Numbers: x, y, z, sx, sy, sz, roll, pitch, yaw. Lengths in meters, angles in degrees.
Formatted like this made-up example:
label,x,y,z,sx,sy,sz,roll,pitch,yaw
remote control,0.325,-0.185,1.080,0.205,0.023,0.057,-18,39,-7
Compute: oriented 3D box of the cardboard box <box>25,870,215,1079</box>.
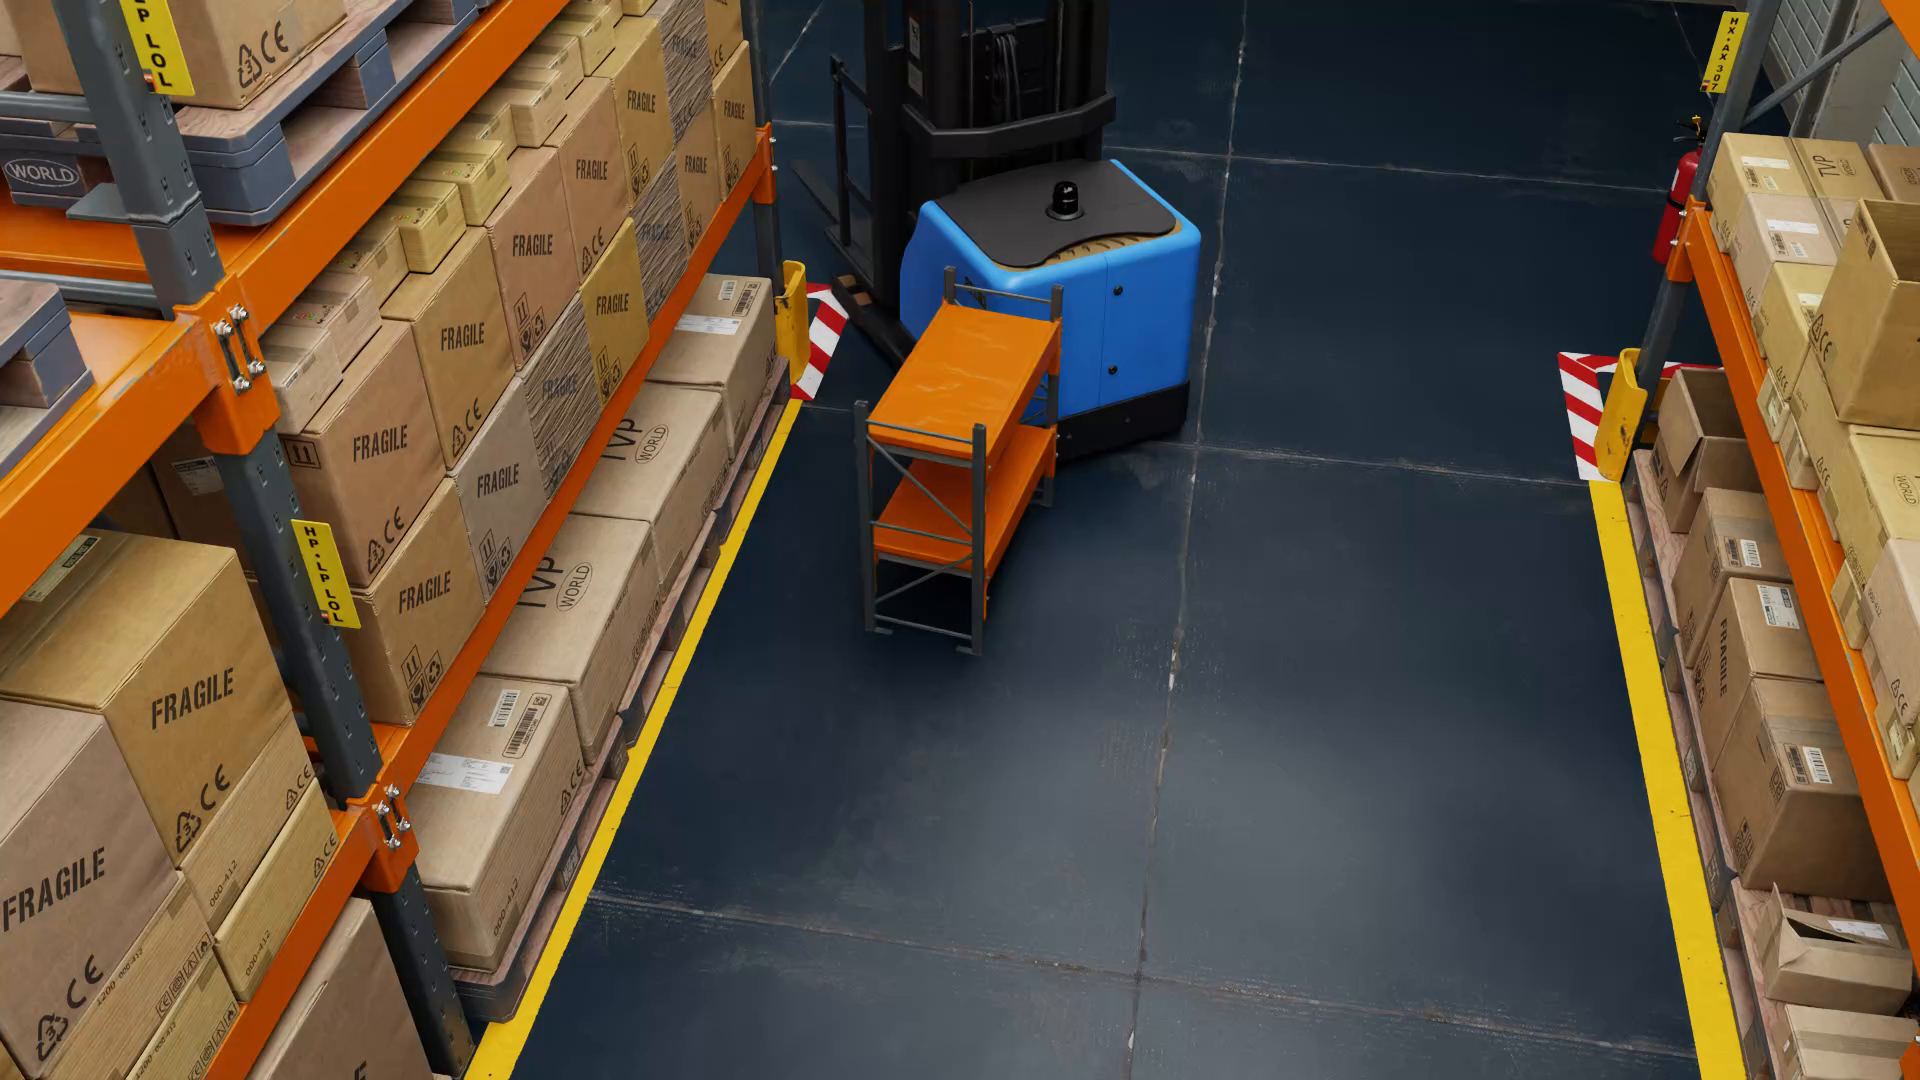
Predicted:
label,x,y,z,sx,sy,sz,roll,pitch,yaw
cardboard box,-1.959,0.929,3.498,0.500,0.250,0.500,7,40,9

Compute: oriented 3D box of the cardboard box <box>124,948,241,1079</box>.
label,x,y,z,sx,sy,sz,roll,pitch,yaw
cardboard box,-1.961,1.132,3.644,0.500,0.250,0.500,6,40,7

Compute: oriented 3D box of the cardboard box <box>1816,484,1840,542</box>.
label,x,y,z,sx,sy,sz,roll,pitch,yaw
cardboard box,2.938,-0.107,5.222,0.380,0.149,0.250,6,40,8

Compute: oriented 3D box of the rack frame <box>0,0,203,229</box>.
label,x,y,z,sx,sy,sz,roll,pitch,yaw
rack frame,-2.043,-1.866,2.445,1.000,3.000,0.127,6,40,8

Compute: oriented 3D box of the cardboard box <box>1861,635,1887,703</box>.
label,x,y,z,sx,sy,sz,roll,pitch,yaw
cardboard box,2.770,0.366,4.650,0.380,0.149,0.250,7,40,9

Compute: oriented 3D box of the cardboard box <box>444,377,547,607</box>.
label,x,y,z,sx,sy,sz,roll,pitch,yaw
cardboard box,-1.612,-0.174,5.028,0.500,0.500,0.500,7,40,8

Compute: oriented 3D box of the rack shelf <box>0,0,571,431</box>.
label,x,y,z,sx,sy,sz,roll,pitch,yaw
rack shelf,-1.697,-1.688,5.148,1.077,0.370,4.000,6,40,8

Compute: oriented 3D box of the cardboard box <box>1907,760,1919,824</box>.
label,x,y,z,sx,sy,sz,roll,pitch,yaw
cardboard box,2.677,0.694,4.254,0.380,0.149,0.250,7,40,9

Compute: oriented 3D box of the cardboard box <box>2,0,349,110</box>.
label,x,y,z,sx,sy,sz,roll,pitch,yaw
cardboard box,-1.734,-1.295,3.622,0.500,0.500,0.500,7,40,8

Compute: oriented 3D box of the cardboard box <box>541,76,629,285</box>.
label,x,y,z,sx,sy,sz,roll,pitch,yaw
cardboard box,-1.439,-1.203,5.488,0.500,0.500,0.500,6,40,7

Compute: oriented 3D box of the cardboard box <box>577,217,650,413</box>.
label,x,y,z,sx,sy,sz,roll,pitch,yaw
cardboard box,-1.431,-0.809,5.795,0.500,0.500,0.500,8,40,9

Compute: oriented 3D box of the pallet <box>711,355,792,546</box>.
label,x,y,z,sx,sy,sz,roll,pitch,yaw
pallet,-1.412,-0.479,7.664,1.003,0.211,1.213,6,40,8

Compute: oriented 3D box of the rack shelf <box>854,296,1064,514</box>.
label,x,y,z,sx,sy,sz,roll,pitch,yaw
rack shelf,0.015,-0.555,6.579,0.538,0.278,1.000,12,41,14

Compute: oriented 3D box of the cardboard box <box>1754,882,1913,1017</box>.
label,x,y,z,sx,sy,sz,roll,pitch,yaw
cardboard box,2.716,1.276,5.168,0.396,0.266,0.258,8,40,9

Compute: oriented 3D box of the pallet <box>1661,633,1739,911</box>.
label,x,y,z,sx,sy,sz,roll,pitch,yaw
pallet,3.175,0.867,6.036,1.003,0.211,1.213,6,40,8

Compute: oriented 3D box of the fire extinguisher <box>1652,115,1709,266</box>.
label,x,y,z,sx,sy,sz,roll,pitch,yaw
fire extinguisher,3.109,-1.489,7.051,0.296,0.674,0.183,6,40,8

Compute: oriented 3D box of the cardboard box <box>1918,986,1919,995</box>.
label,x,y,z,sx,sy,sz,roll,pitch,yaw
cardboard box,3.194,1.477,4.891,0.500,0.311,0.500,8,40,9

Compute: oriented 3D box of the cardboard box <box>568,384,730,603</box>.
label,x,y,z,sx,sy,sz,roll,pitch,yaw
cardboard box,-1.516,-0.238,6.866,0.875,0.438,0.875,7,40,9

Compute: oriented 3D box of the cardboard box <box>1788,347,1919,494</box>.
label,x,y,z,sx,sy,sz,roll,pitch,yaw
cardboard box,2.956,-0.363,5.220,0.500,0.250,0.500,5,40,7

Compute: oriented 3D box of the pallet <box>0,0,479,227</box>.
label,x,y,z,sx,sy,sz,roll,pitch,yaw
pallet,-1.891,-1.188,4.049,1.003,0.211,1.213,6,40,8

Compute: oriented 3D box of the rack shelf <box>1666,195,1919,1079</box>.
label,x,y,z,sx,sy,sz,roll,pitch,yaw
rack shelf,3.193,0.013,5.445,1.077,0.370,4.000,6,40,8

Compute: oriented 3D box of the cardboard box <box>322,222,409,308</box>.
label,x,y,z,sx,sy,sz,roll,pitch,yaw
cardboard box,-1.701,-0.725,4.401,0.380,0.149,0.250,6,40,7

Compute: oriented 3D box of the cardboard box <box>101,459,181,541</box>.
label,x,y,z,sx,sy,sz,roll,pitch,yaw
cardboard box,-2.233,-0.305,4.401,0.500,0.500,0.500,6,40,7

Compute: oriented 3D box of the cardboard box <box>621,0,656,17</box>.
label,x,y,z,sx,sy,sz,roll,pitch,yaw
cardboard box,-1.281,-2.004,5.948,0.380,0.149,0.250,7,40,9

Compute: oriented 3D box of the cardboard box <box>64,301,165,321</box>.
label,x,y,z,sx,sy,sz,roll,pitch,yaw
cardboard box,-2.150,-0.610,4.262,0.380,0.149,0.250,7,40,9

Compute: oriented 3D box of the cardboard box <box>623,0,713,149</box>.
label,x,y,z,sx,sy,sz,roll,pitch,yaw
cardboard box,-1.261,-1.828,6.244,0.500,0.500,0.500,7,40,8

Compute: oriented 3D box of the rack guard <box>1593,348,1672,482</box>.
label,x,y,z,sx,sy,sz,roll,pitch,yaw
rack guard,3.526,-0.509,7.473,1.175,0.500,0.348,6,40,8

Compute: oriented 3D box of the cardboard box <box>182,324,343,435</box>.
label,x,y,z,sx,sy,sz,roll,pitch,yaw
cardboard box,-1.732,-0.398,4.005,0.380,0.149,0.250,6,40,7

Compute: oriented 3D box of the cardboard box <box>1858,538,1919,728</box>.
label,x,y,z,sx,sy,sz,roll,pitch,yaw
cardboard box,2.767,0.271,4.452,0.500,0.250,0.500,7,40,8

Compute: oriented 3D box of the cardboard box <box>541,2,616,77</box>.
label,x,y,z,sx,sy,sz,roll,pitch,yaw
cardboard box,-1.382,-1.684,5.561,0.380,0.149,0.250,7,40,9

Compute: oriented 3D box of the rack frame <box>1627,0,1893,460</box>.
label,x,y,z,sx,sy,sz,roll,pitch,yaw
rack frame,3.539,-1.520,6.734,1.000,3.000,0.127,6,40,8

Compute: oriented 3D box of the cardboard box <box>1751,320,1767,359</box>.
label,x,y,z,sx,sy,sz,roll,pitch,yaw
cardboard box,3.098,-0.761,6.014,0.380,0.149,0.250,8,40,9

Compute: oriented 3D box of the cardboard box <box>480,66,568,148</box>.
label,x,y,z,sx,sy,sz,roll,pitch,yaw
cardboard box,-1.450,-1.351,5.158,0.380,0.149,0.250,7,40,8

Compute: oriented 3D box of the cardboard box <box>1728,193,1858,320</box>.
label,x,y,z,sx,sy,sz,roll,pitch,yaw
cardboard box,3.108,-1.005,5.996,0.500,0.250,0.500,7,40,8

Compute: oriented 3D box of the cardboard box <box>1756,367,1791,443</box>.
label,x,y,z,sx,sy,sz,roll,pitch,yaw
cardboard box,2.940,-0.444,5.630,0.380,0.149,0.250,5,40,6

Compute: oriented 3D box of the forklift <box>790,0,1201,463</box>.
label,x,y,z,sx,sy,sz,roll,pitch,yaw
forklift,-0.023,-2.351,7.793,1.130,2.935,3.031,-17,42,-19

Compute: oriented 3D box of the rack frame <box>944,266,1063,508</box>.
label,x,y,z,sx,sy,sz,roll,pitch,yaw
rack frame,0.177,-0.637,7.137,0.500,1.125,0.032,12,41,14

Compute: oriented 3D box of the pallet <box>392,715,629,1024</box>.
label,x,y,z,sx,sy,sz,roll,pitch,yaw
pallet,-1.834,1.052,5.812,1.003,0.211,1.213,6,40,8

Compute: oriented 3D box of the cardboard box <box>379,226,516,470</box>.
label,x,y,z,sx,sy,sz,roll,pitch,yaw
cardboard box,-1.628,-0.567,4.718,0.500,0.500,0.500,6,40,7

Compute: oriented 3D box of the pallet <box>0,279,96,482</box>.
label,x,y,z,sx,sy,sz,roll,pitch,yaw
pallet,-2.153,-0.056,2.760,0.805,0.209,1.217,5,40,6

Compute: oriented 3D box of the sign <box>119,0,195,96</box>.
label,x,y,z,sx,sy,sz,roll,pitch,yaw
sign,-1.506,-0.977,3.071,0.100,0.325,0.005,6,40,8

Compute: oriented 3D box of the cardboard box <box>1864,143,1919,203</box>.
label,x,y,z,sx,sy,sz,roll,pitch,yaw
cardboard box,3.721,-1.259,6.302,0.500,0.250,0.500,7,40,9

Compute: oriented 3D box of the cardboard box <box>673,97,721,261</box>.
label,x,y,z,sx,sy,sz,roll,pitch,yaw
cardboard box,-1.275,-1.458,6.581,0.500,0.500,0.500,6,40,7

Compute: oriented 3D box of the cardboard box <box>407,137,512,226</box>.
label,x,y,z,sx,sy,sz,roll,pitch,yaw
cardboard box,-1.523,-1.038,4.779,0.380,0.149,0.250,5,40,6

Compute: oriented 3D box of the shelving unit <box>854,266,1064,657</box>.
label,x,y,z,sx,sy,sz,roll,pitch,yaw
shelving unit,0.015,-0.329,6.766,0.538,1.125,1.048,12,41,14

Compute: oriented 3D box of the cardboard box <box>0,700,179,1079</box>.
label,x,y,z,sx,sy,sz,roll,pitch,yaw
cardboard box,-1.955,0.655,3.240,0.500,0.500,0.500,7,40,9

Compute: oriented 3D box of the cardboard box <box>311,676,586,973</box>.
label,x,y,z,sx,sy,sz,roll,pitch,yaw
cardboard box,-1.828,0.889,5.502,0.875,0.438,0.875,6,40,7

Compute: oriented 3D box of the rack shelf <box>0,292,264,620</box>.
label,x,y,z,sx,sy,sz,roll,pitch,yaw
rack shelf,-2.389,0.822,2.112,1.077,0.370,4.000,6,40,8

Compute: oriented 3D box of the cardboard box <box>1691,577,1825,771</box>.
label,x,y,z,sx,sy,sz,roll,pitch,yaw
cardboard box,2.964,0.508,5.913,0.500,0.500,0.500,7,40,8

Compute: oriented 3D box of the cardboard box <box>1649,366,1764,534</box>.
label,x,y,z,sx,sy,sz,roll,pitch,yaw
cardboard box,3.340,-0.346,6.944,0.797,0.503,0.637,5,40,6
